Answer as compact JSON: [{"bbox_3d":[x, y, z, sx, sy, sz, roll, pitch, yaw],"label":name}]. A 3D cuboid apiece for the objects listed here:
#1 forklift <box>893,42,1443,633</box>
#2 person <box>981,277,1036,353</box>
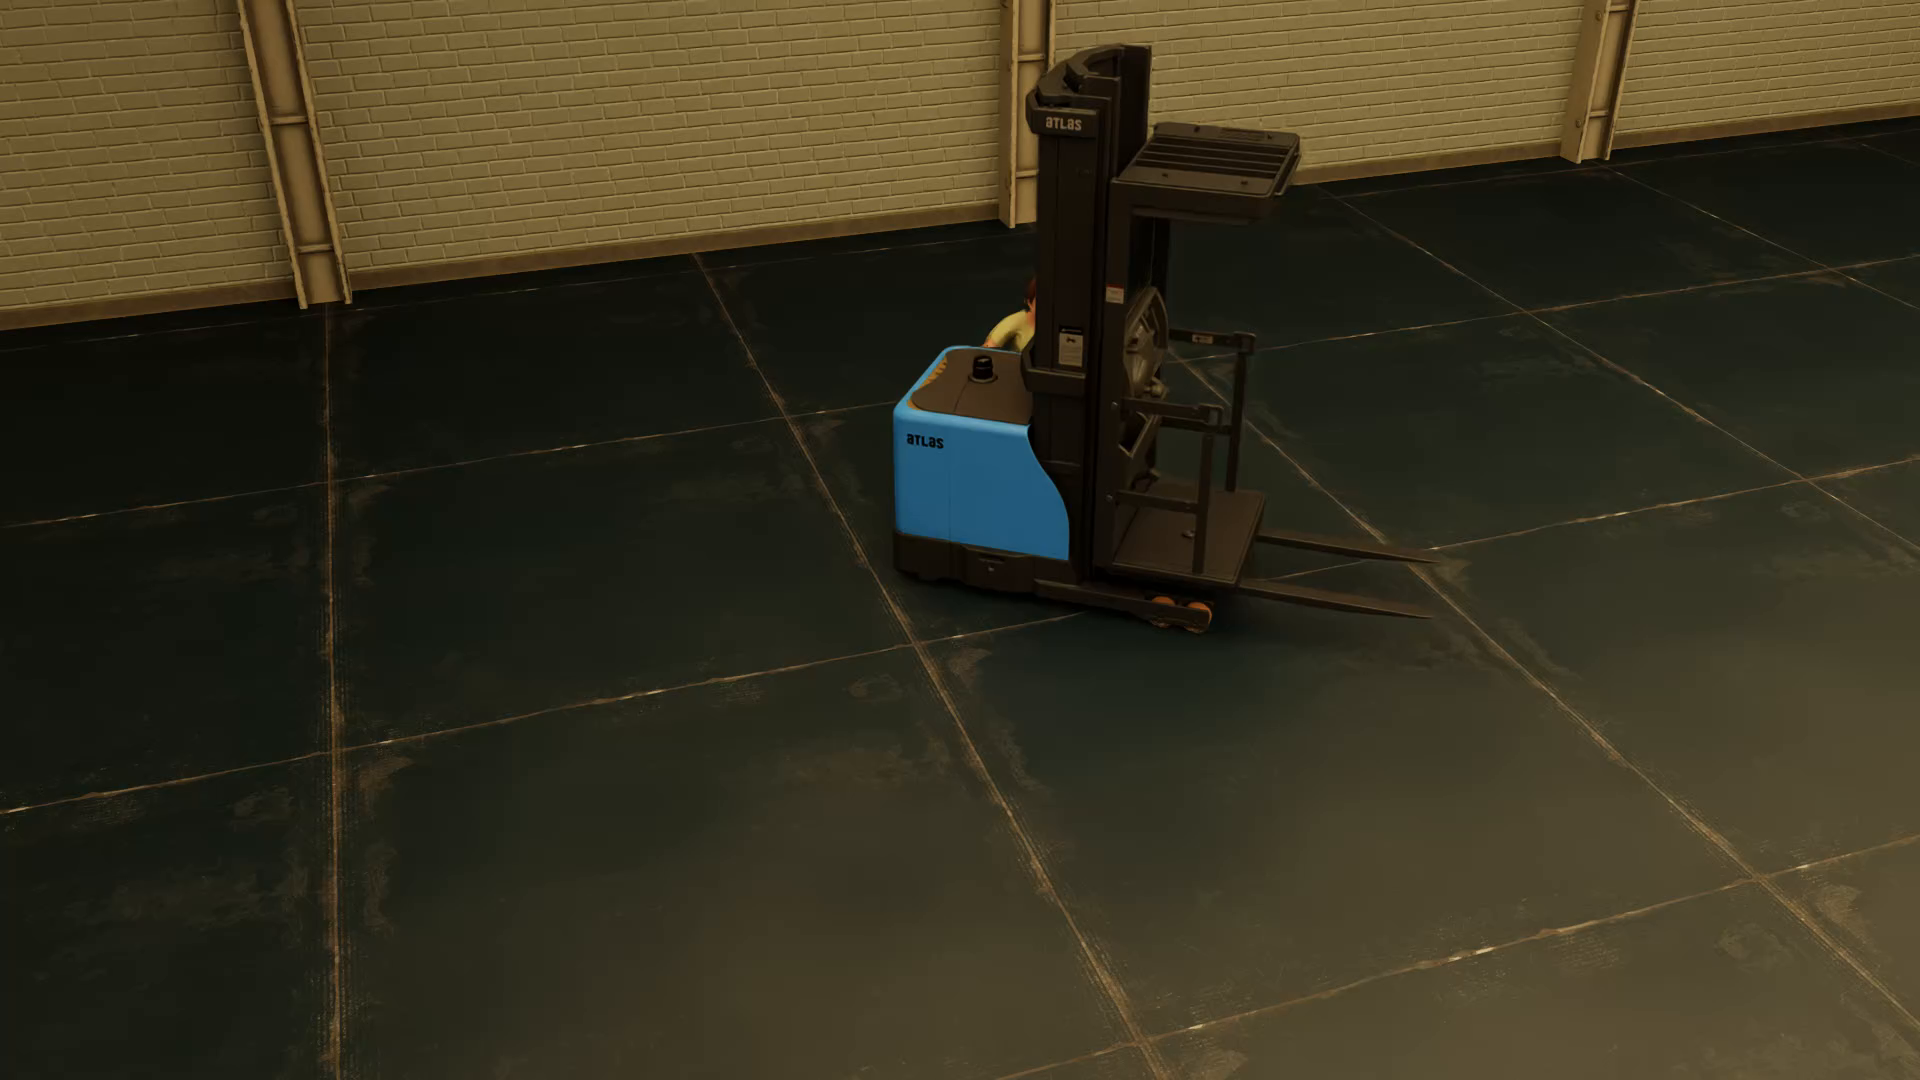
[{"bbox_3d":[1.188,-1.058,8.925,3.031,2.935,1.130,9,31,16],"label":"forklift"},{"bbox_3d":[0.529,-0.821,10.064,0.728,1.461,0.820,-11,32,-18],"label":"person"}]
